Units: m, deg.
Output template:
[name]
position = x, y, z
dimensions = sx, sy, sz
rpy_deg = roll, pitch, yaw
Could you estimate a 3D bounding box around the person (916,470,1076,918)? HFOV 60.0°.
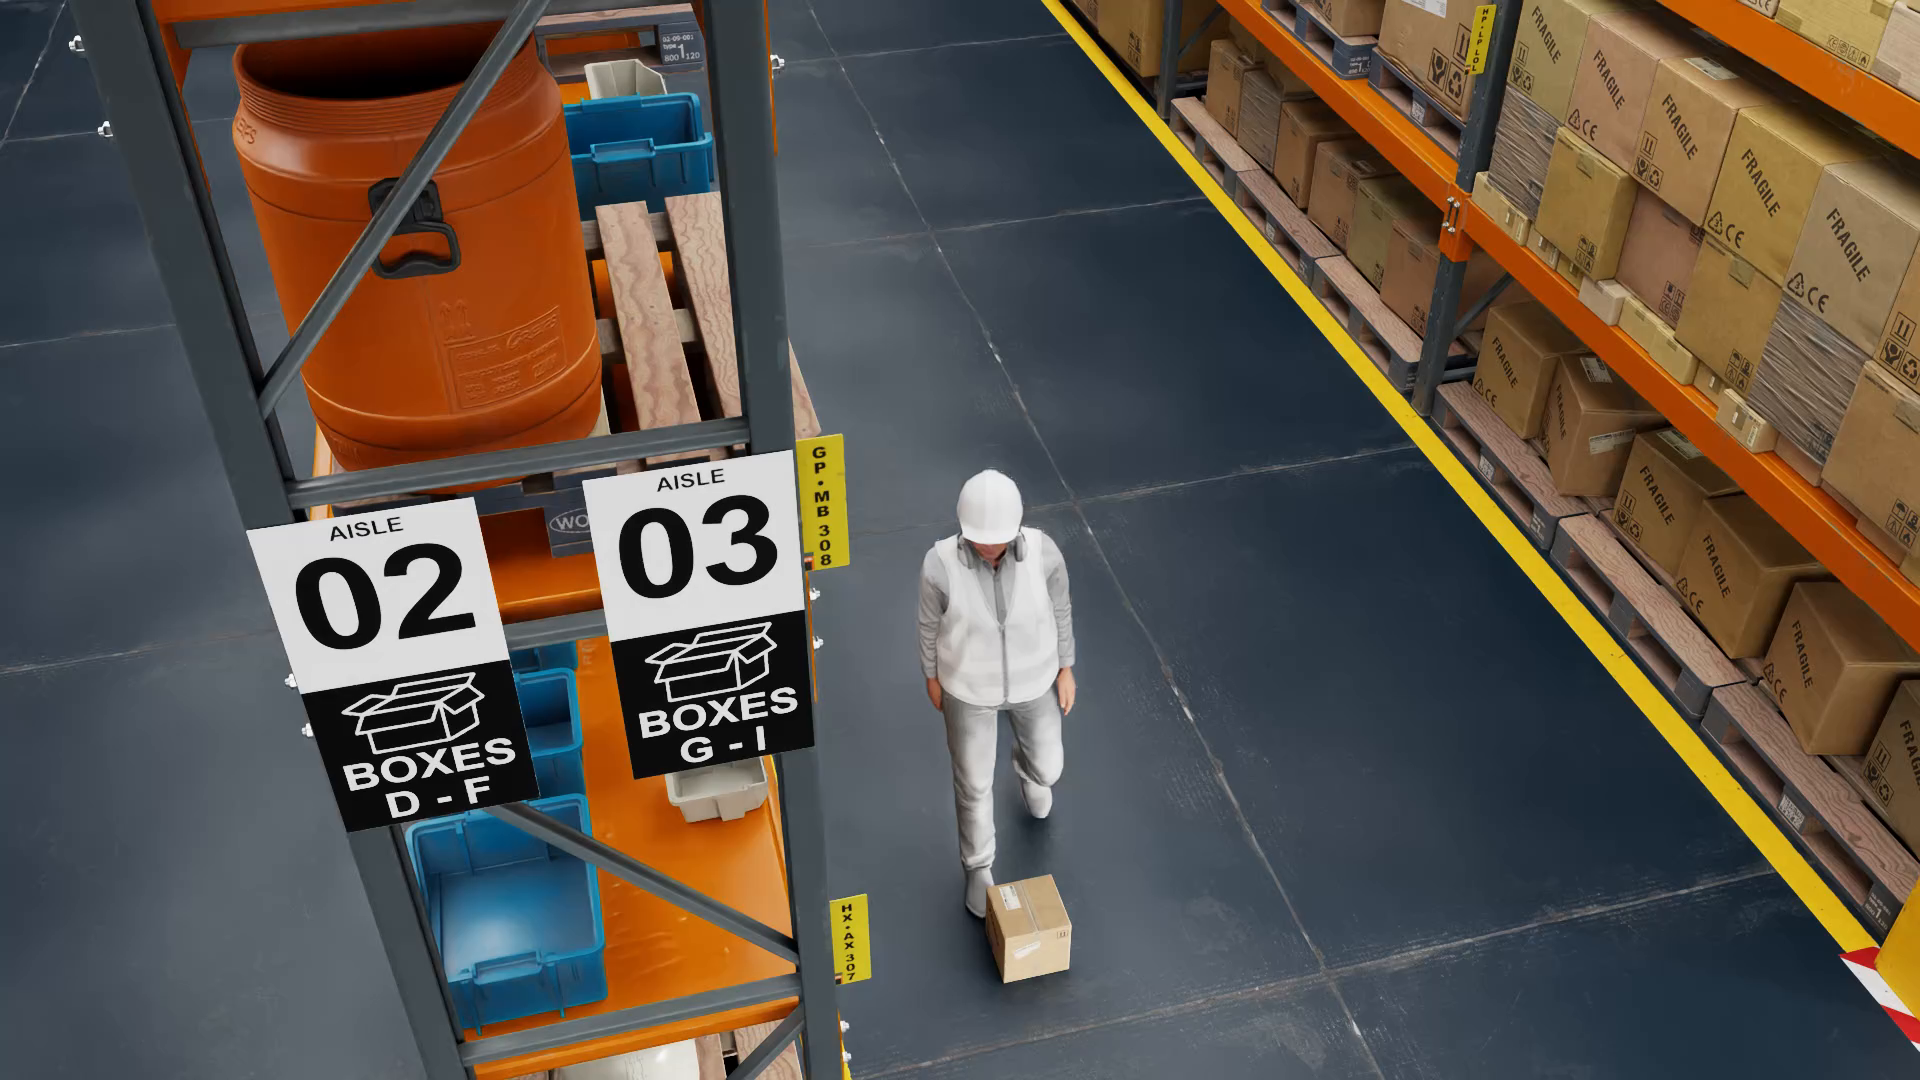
[person]
position = 0.144, 0.518, 6.005
dimensions = 0.565, 1.762, 0.703
rpy_deg = -6, 38, -8
